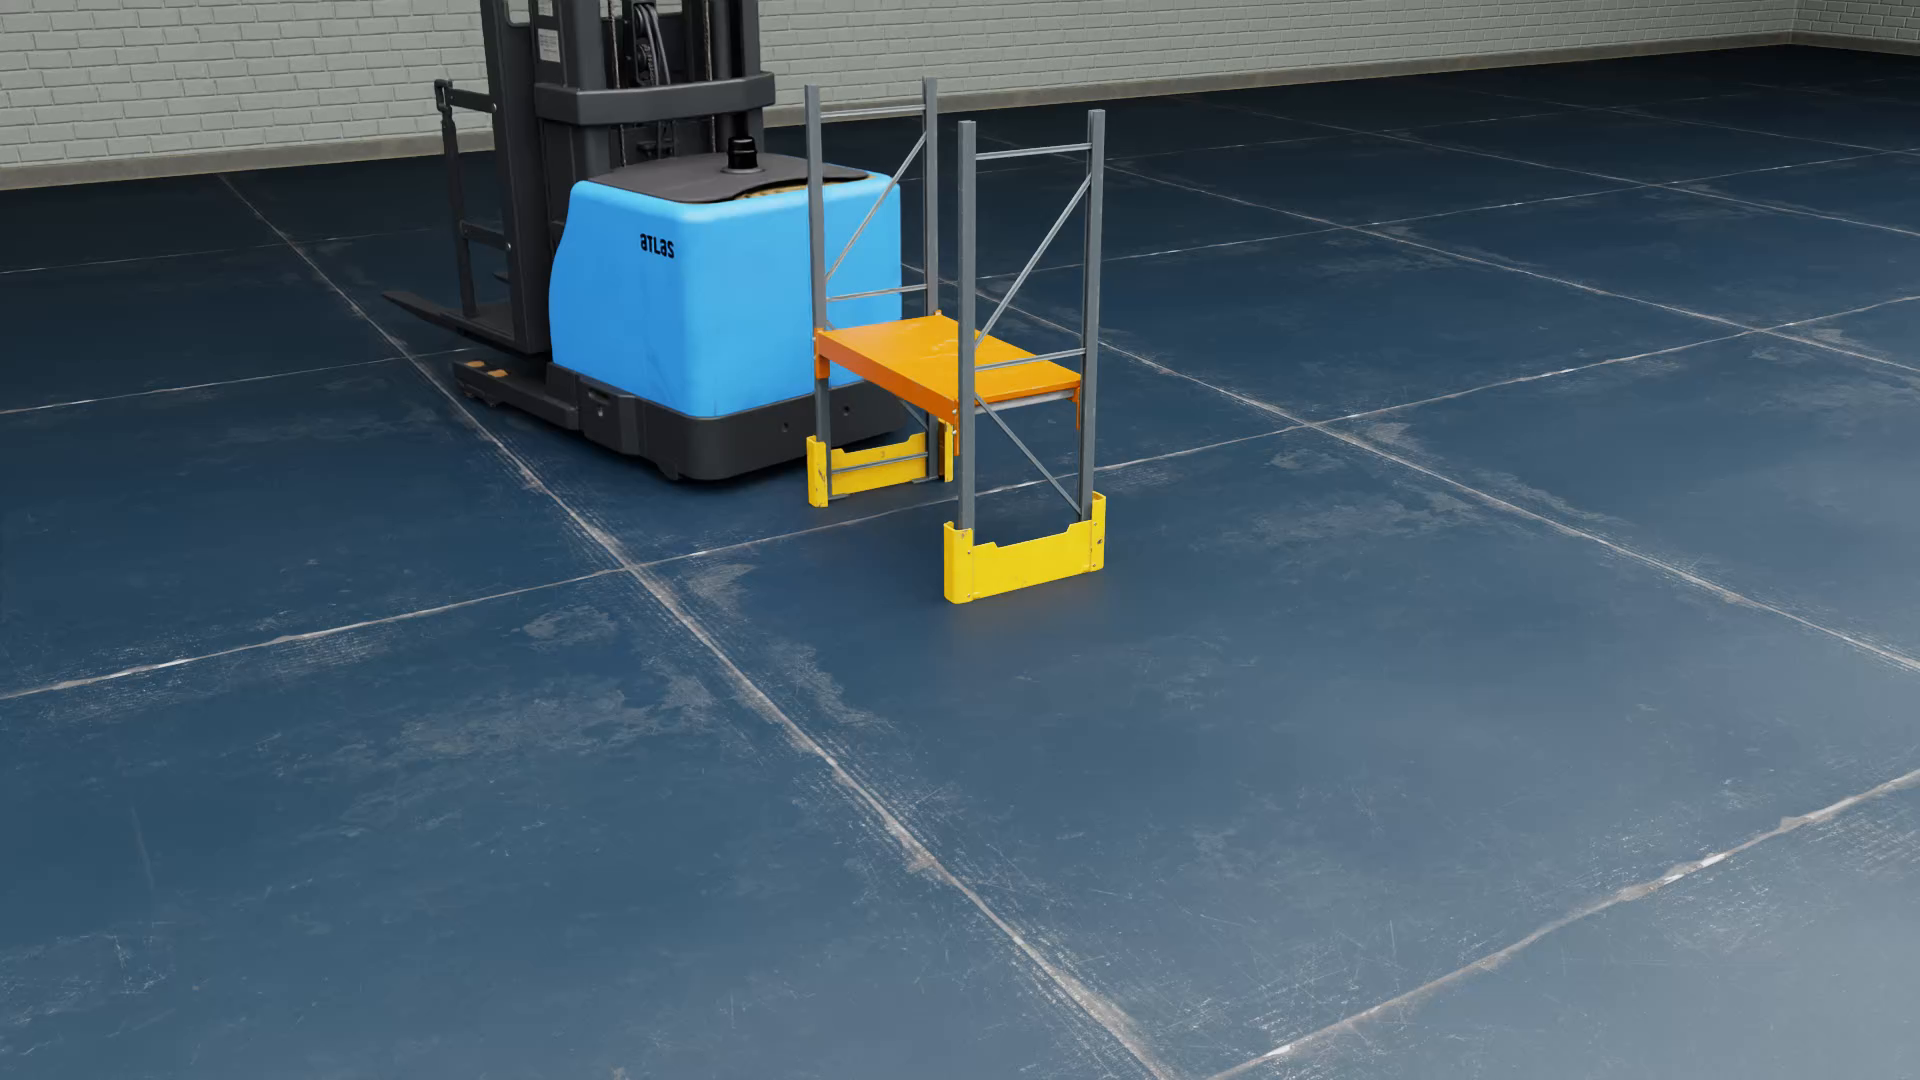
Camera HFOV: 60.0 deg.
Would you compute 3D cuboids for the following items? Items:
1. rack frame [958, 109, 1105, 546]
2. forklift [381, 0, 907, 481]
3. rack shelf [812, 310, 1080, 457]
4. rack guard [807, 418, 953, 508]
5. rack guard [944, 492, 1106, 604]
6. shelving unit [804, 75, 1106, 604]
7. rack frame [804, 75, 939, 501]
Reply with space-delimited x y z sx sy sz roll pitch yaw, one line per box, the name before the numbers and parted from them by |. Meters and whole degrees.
rack frame | 0.216 -0.558 5.192 0.500 1.500 0.032 -13 25 -28
forklift | -1.589 -2.046 6.953 1.130 2.935 3.031 -19 29 -39
rack shelf | -0.044 -0.556 5.665 0.538 0.185 1.000 -13 25 -28
rack guard | -0.293 -0.302 6.222 0.587 0.250 0.087 -13 25 -28
rack guard | 0.215 0.021 5.428 0.587 0.250 0.087 -13 25 -28
shelving unit | -0.039 -0.719 5.590 0.587 1.500 1.083 -13 25 -28
rack frame | -0.303 -0.887 6.002 0.500 1.500 0.032 -13 25 -28
